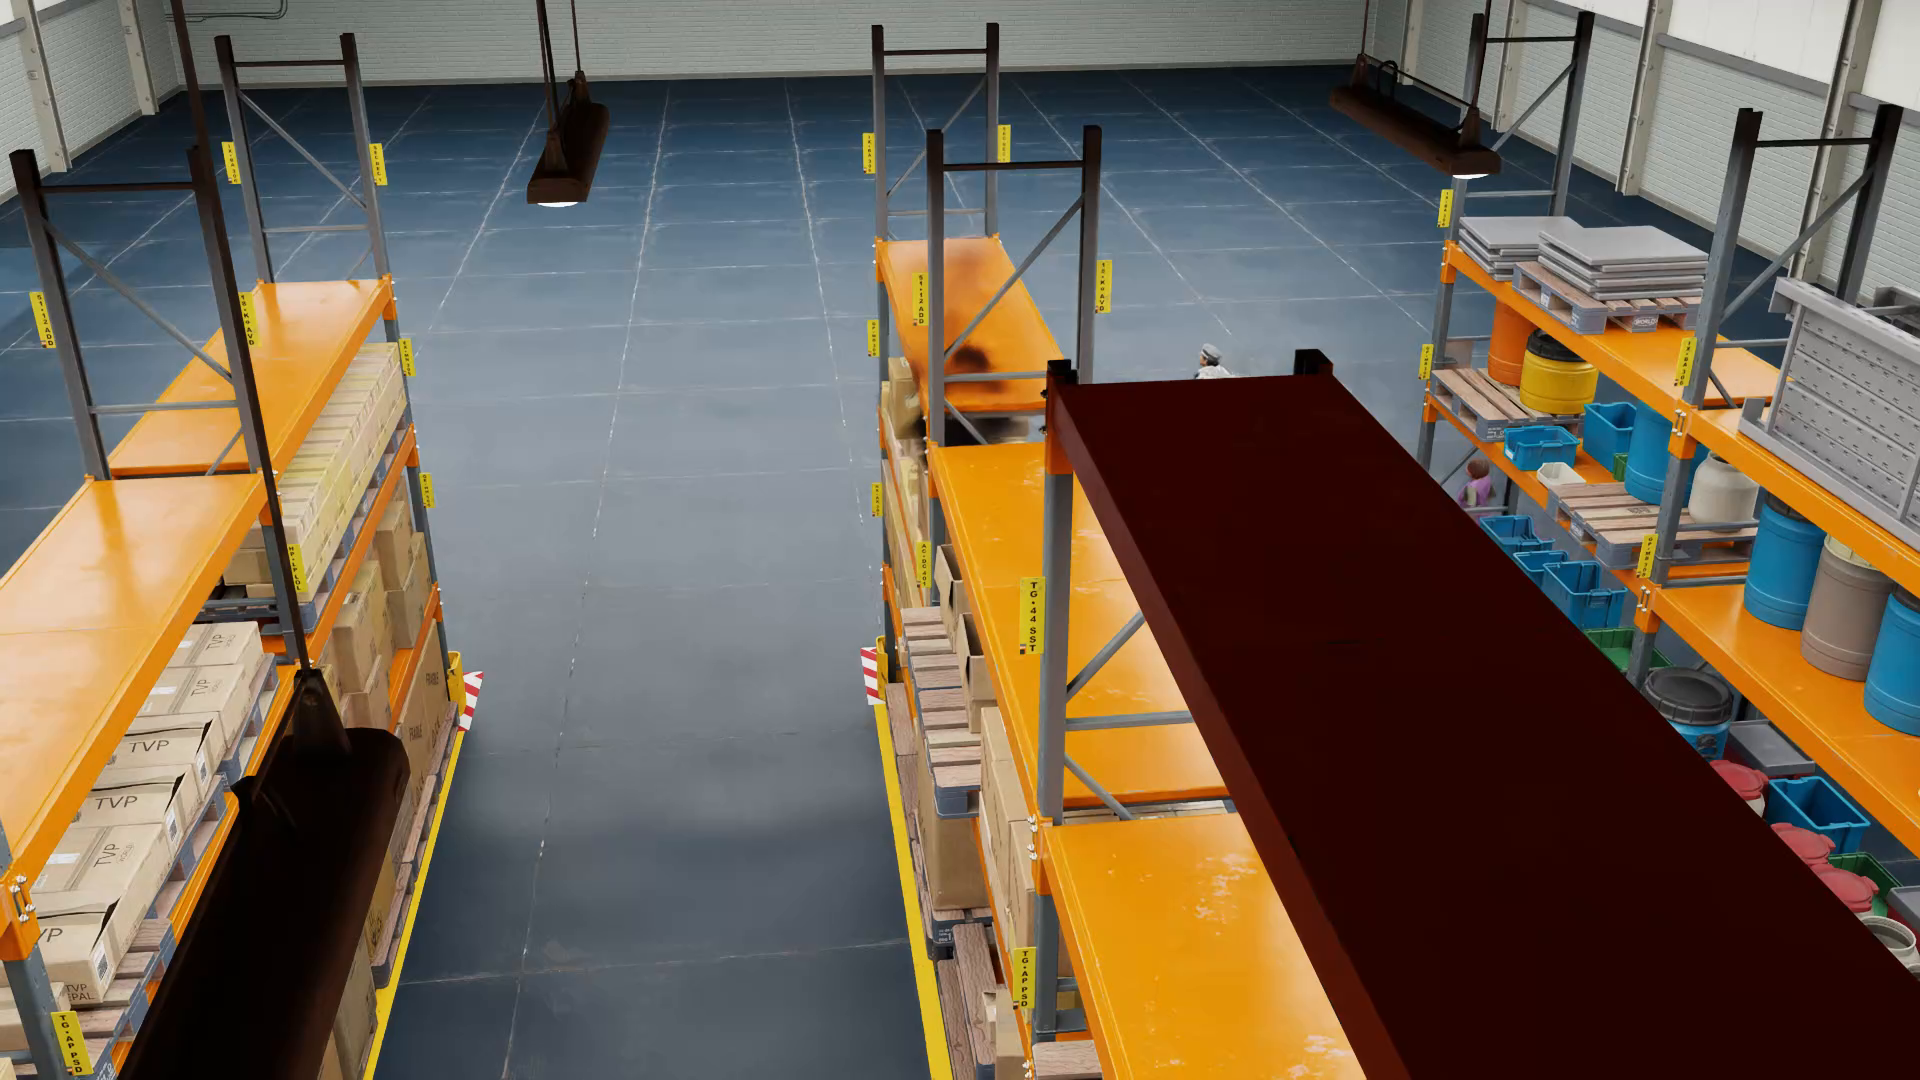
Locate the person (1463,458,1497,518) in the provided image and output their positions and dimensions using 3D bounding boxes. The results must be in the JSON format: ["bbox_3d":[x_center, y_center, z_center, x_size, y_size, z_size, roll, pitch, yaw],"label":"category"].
[{"bbox_3d":[-0.087,3.013,7.980,4.526,3.481,22.260,18,31,33],"label":"person"}]

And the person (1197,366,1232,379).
[{"bbox_3d":[3.894,-0.215,17.300,4.390,1.509,4.808,9,27,18],"label":"person"}]
